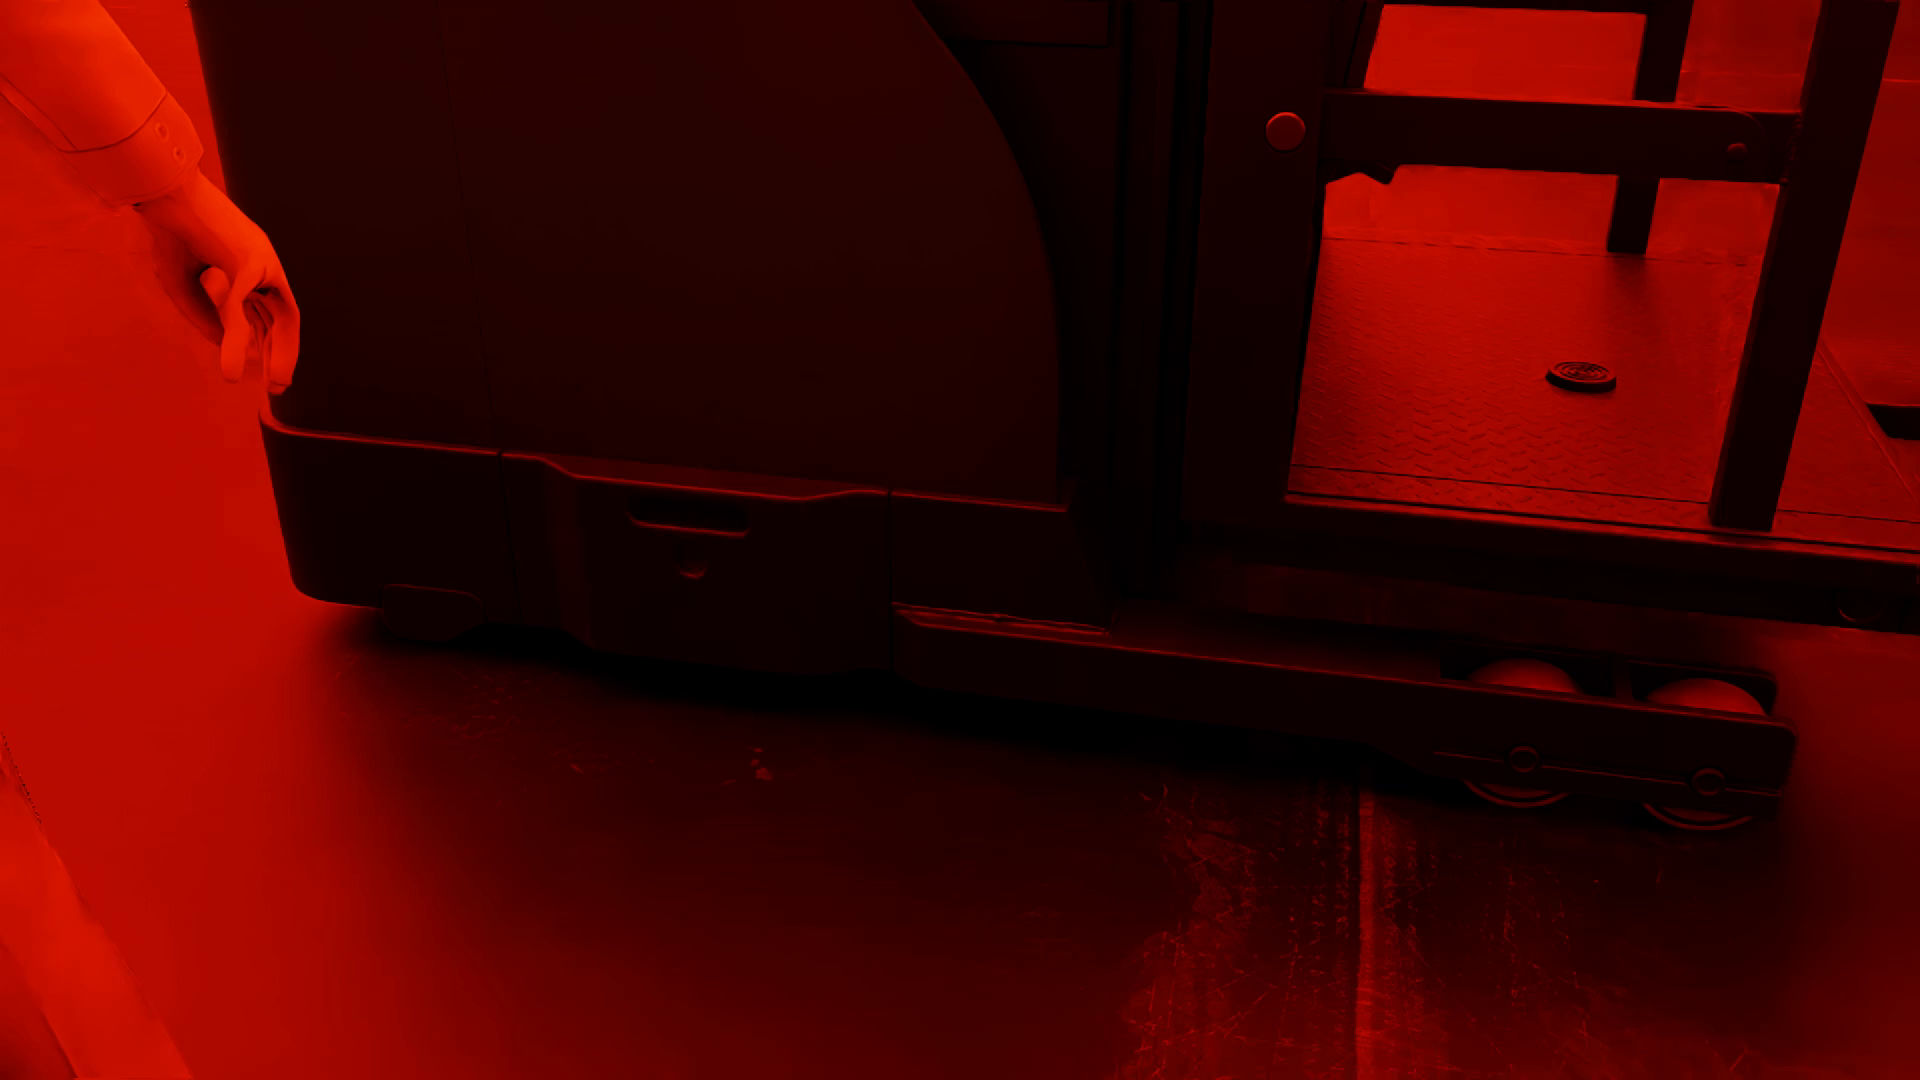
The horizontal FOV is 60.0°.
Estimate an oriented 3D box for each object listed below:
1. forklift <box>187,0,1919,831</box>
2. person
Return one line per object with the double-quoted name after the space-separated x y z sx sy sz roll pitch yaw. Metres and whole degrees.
0.666 -1.248 1.719 3.031 2.935 1.130 6 27 12 "forklift"
-0.720 -0.048 0.871 0.463 1.623 0.796 18 32 32 "person"
